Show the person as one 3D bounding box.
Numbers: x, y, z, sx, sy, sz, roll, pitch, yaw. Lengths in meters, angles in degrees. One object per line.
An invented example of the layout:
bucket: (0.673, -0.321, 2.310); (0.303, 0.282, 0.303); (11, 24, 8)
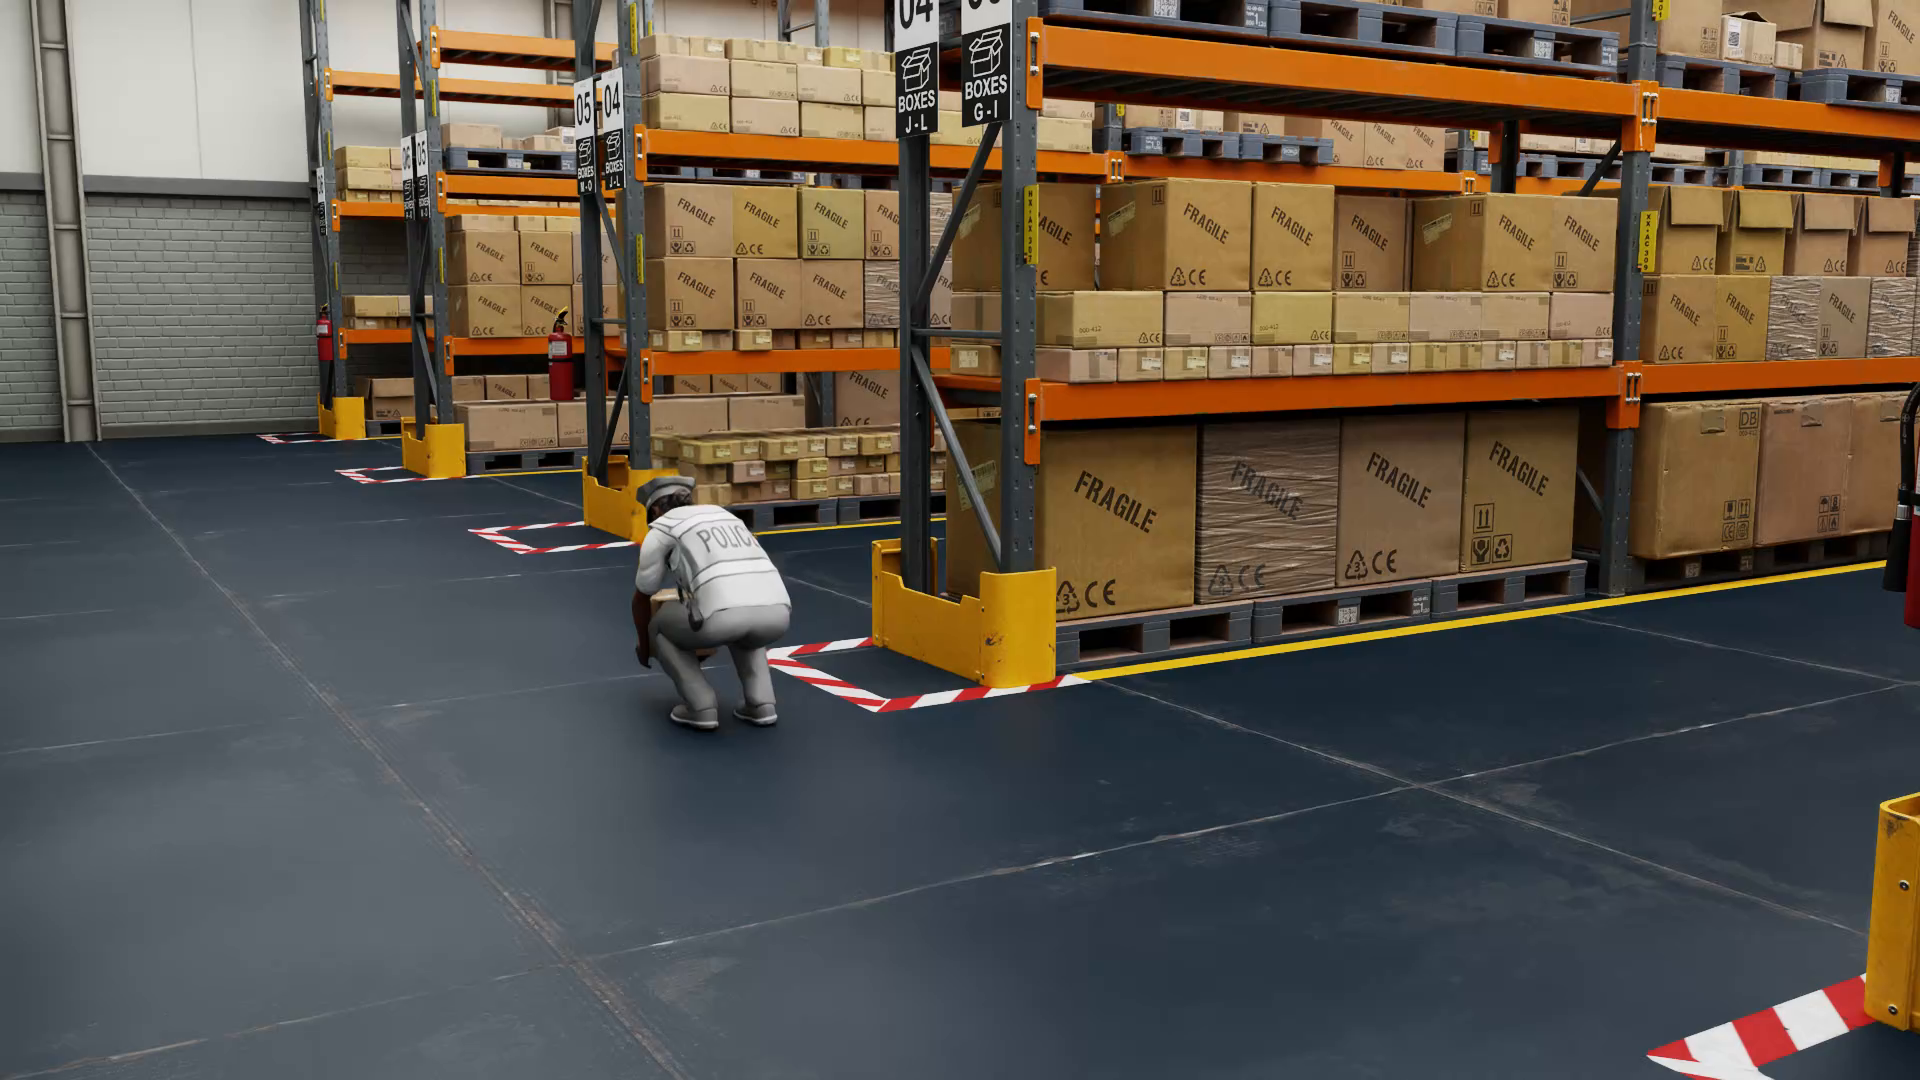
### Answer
person: (-1.006, 0.241, 6.618); (0.484, 0.968, 0.835); (-5, 10, -31)
